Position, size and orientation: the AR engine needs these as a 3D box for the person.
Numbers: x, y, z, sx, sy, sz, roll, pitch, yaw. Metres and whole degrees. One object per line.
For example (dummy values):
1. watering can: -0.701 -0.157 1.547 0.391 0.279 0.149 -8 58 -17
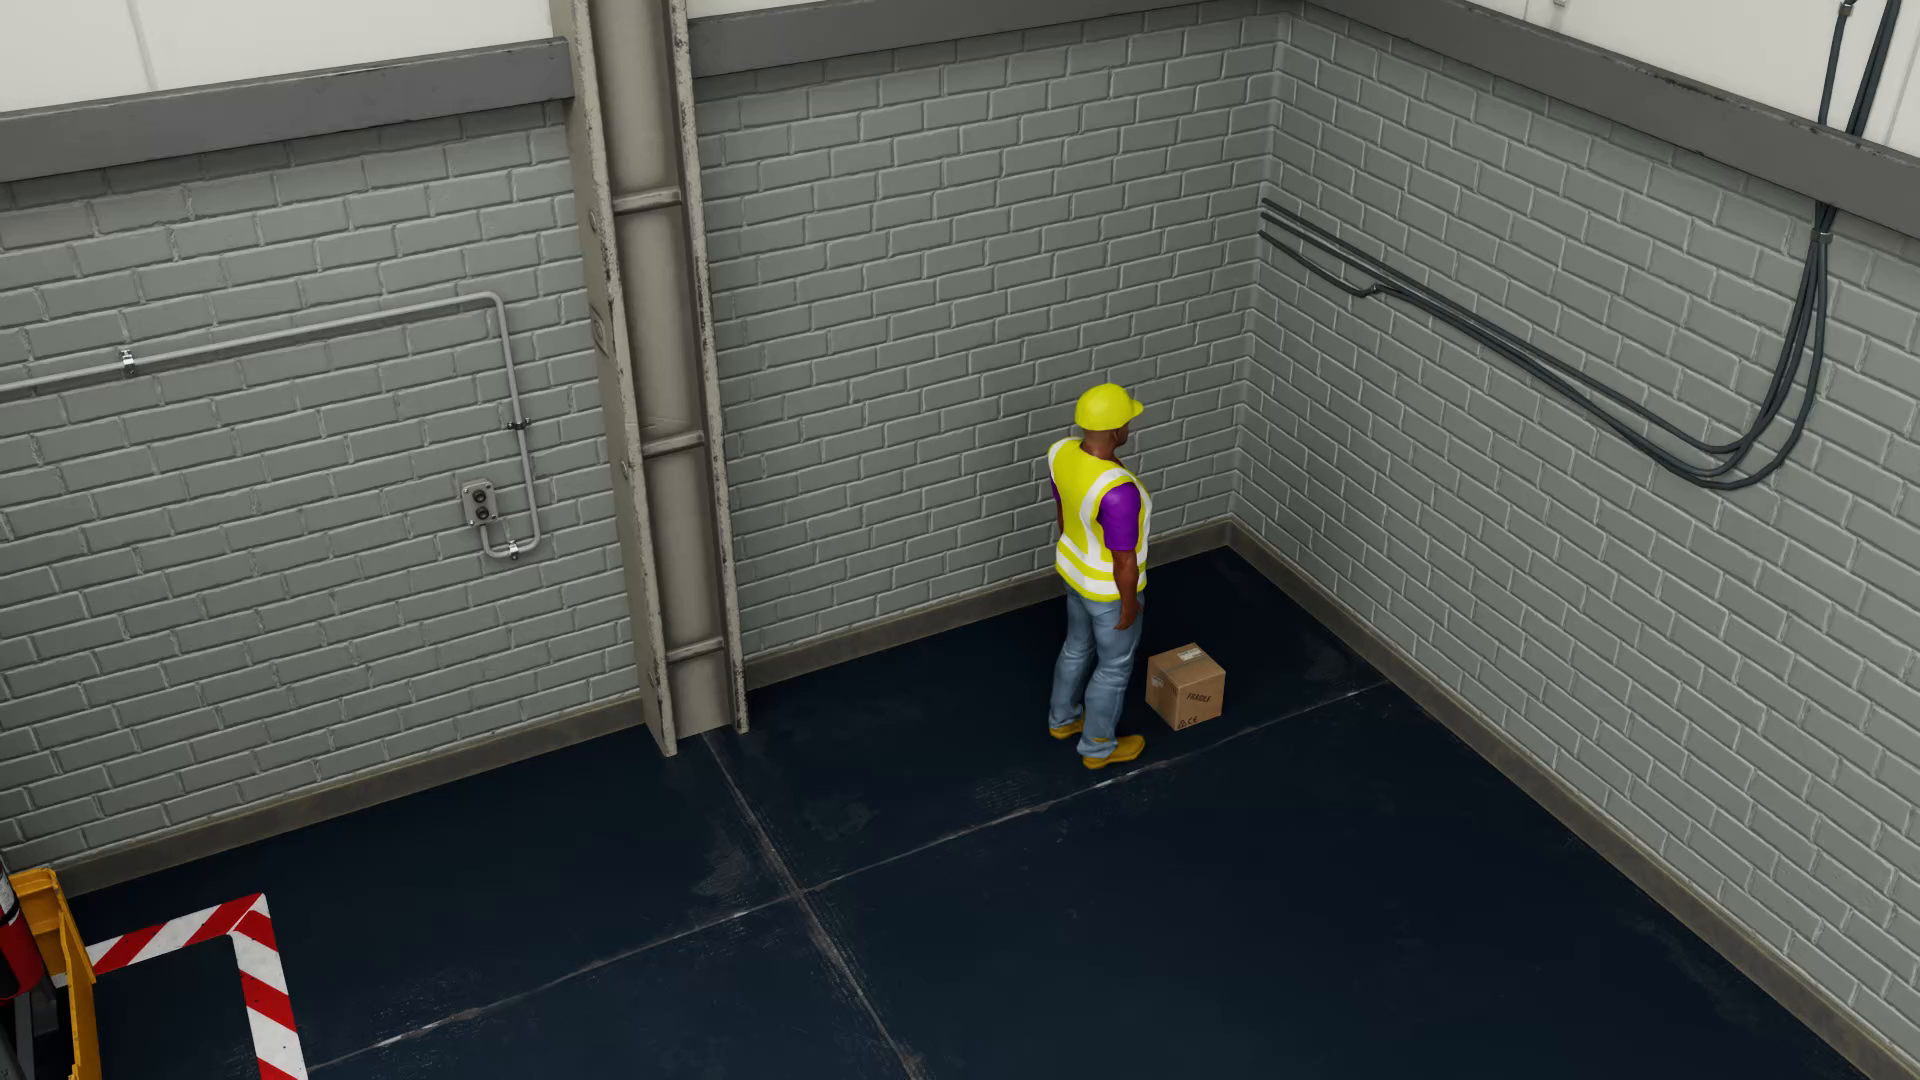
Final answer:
1. person: 0.582 0.146 6.899 0.365 1.765 0.562 -15 36 -22
